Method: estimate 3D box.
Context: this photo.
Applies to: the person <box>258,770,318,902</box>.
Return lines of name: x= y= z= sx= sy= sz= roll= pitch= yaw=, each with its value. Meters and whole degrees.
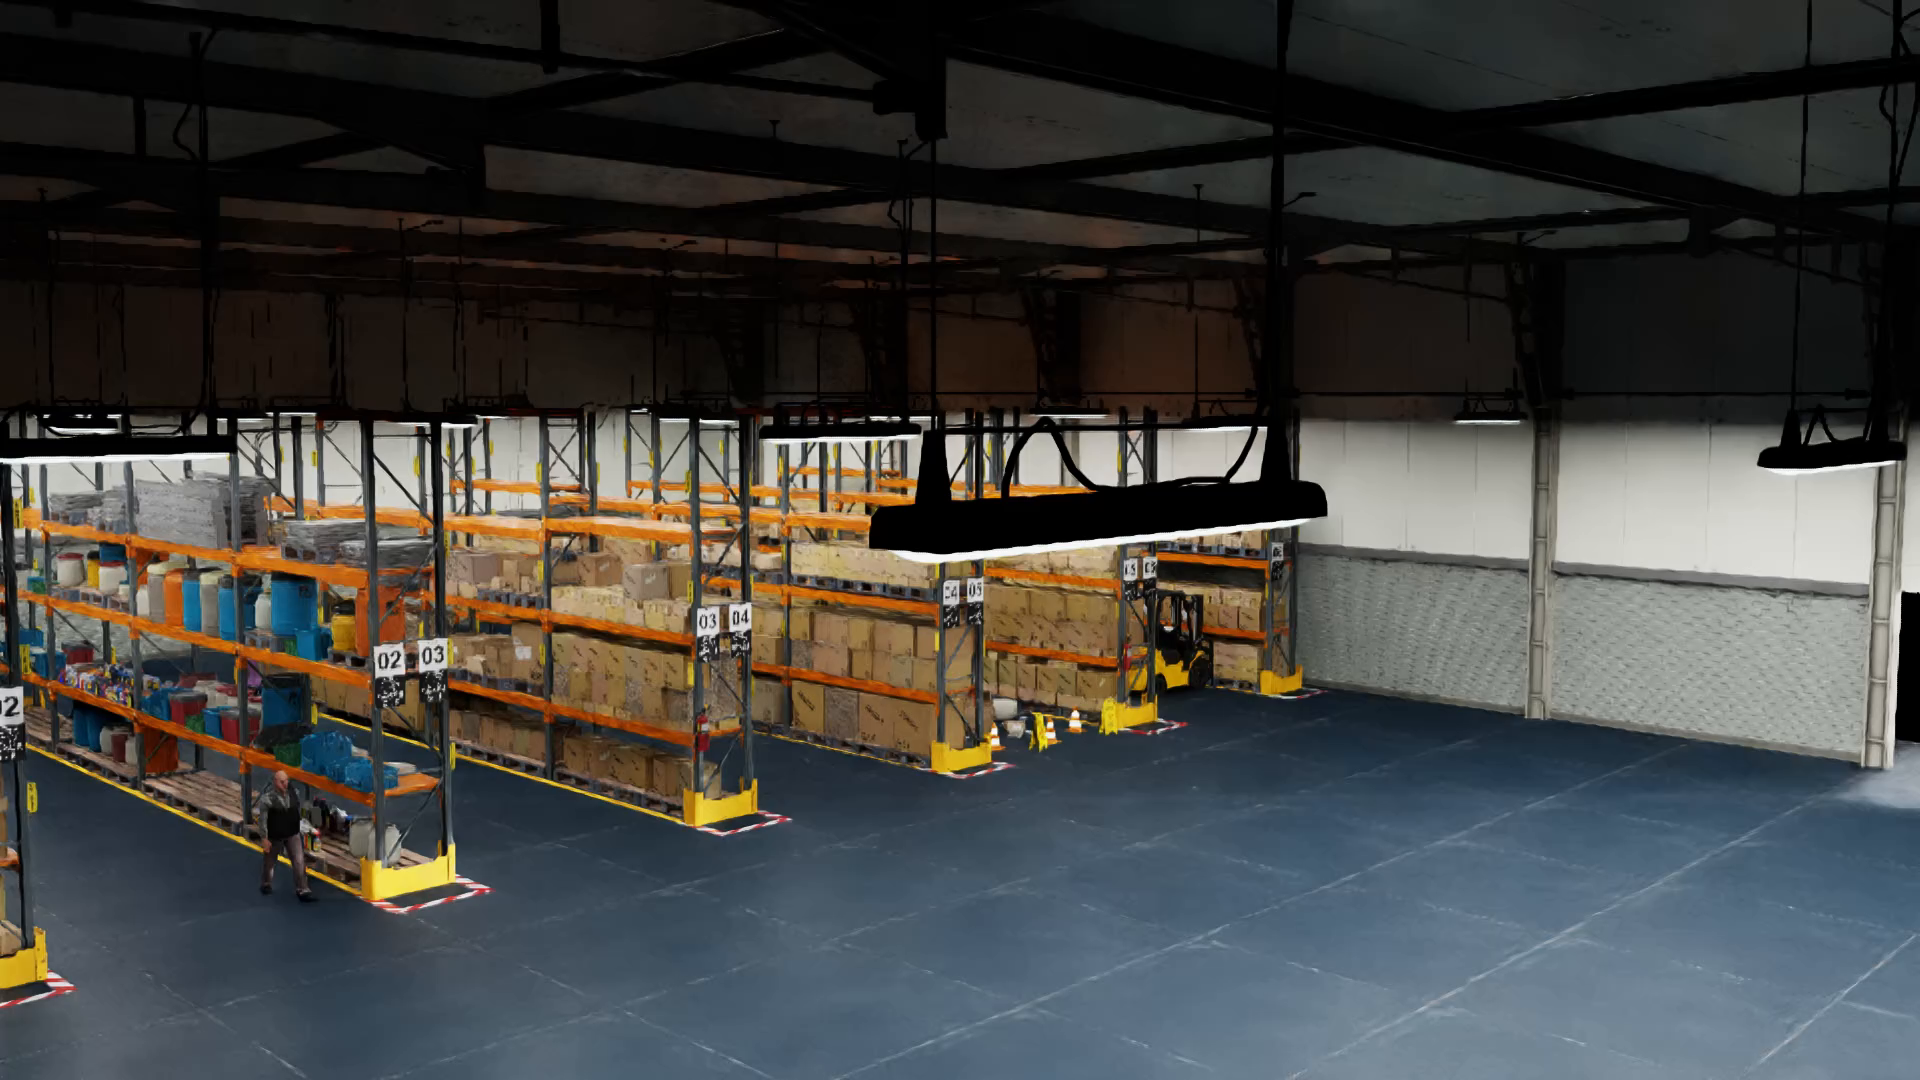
person: x=-8.437 y=3.662 z=20.679 sx=0.544 sy=1.646 sz=1.102 roll=-5 pitch=7 yaw=-43

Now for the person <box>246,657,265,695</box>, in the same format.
person: x=-13.293 y=2.756 z=31.403 sx=0.458 sy=1.594 sz=0.407 roll=1 pitch=5 yaw=15
